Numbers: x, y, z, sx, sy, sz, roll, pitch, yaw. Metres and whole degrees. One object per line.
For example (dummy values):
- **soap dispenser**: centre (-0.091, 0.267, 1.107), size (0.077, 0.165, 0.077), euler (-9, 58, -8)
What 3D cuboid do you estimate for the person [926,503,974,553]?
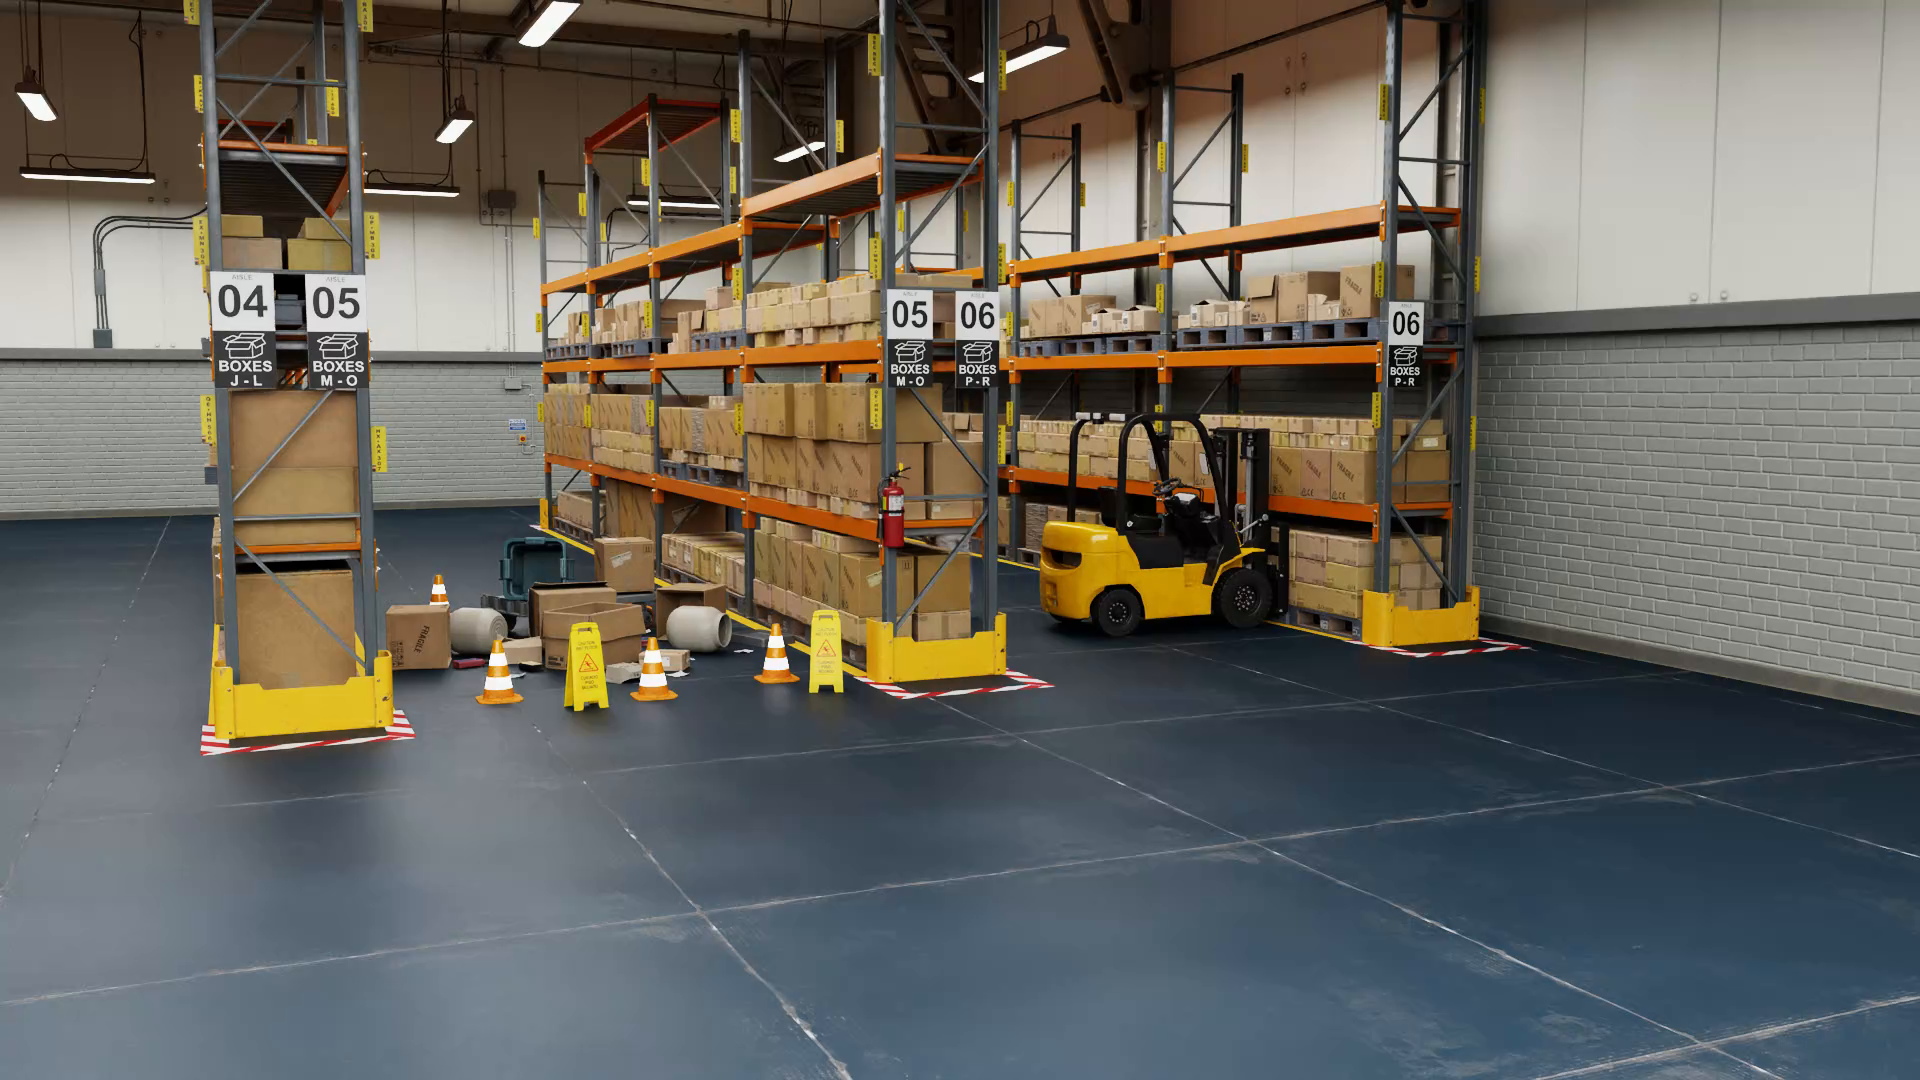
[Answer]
- **person**: centre (-0.152, -0.108, 17.613), size (0.544, 1.772, 0.762), euler (-3, 6, -25)
